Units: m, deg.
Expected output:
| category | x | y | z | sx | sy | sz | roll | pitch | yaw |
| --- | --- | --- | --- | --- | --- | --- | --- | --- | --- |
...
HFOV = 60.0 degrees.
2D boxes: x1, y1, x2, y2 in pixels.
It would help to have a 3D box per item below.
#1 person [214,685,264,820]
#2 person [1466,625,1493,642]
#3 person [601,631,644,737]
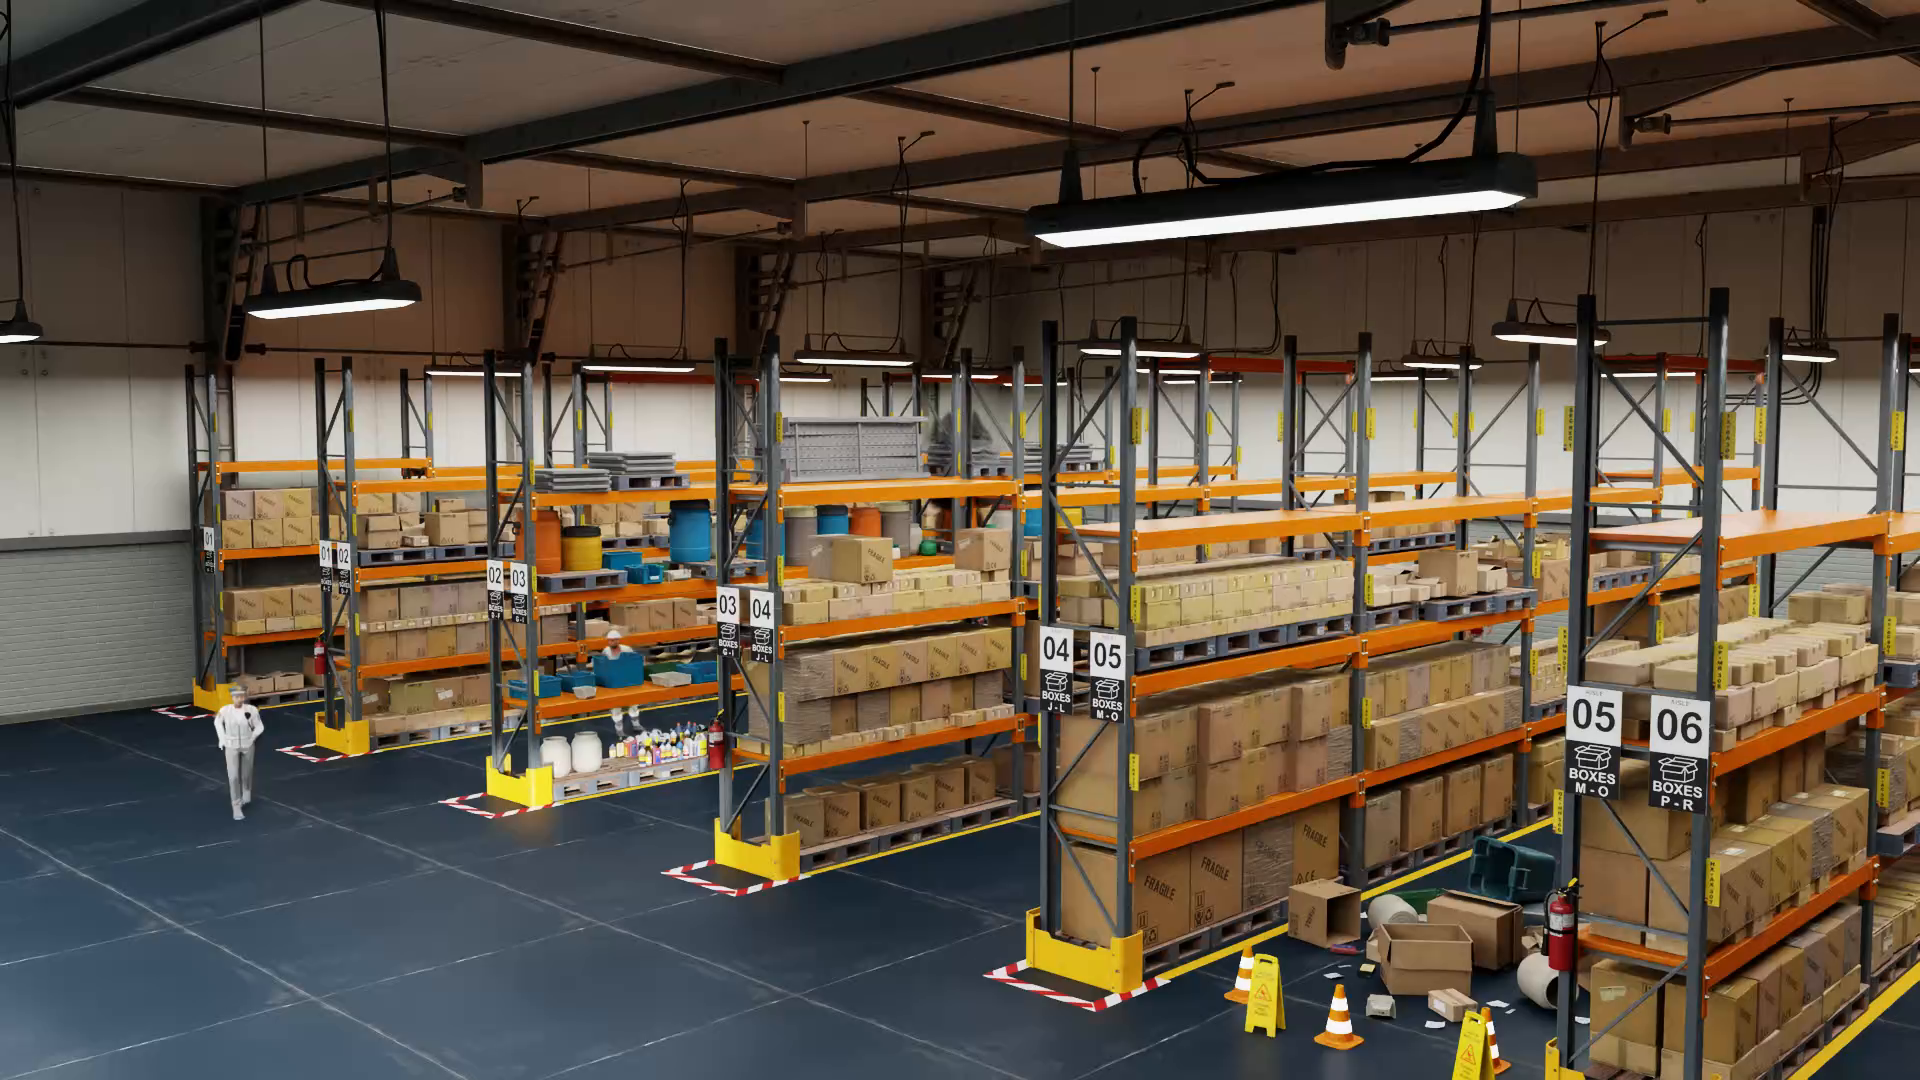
| category | x | y | z | sx | sy | sz | roll | pitch | yaw |
| --- | --- | --- | --- | --- | --- | --- | --- | --- | --- |
| person | -9.286 | 2.681 | 21.446 | 0.583 | 1.685 | 0.926 | -2 | 5 | -25 |
| person | 10.060 | 1.915 | 32.430 | 0.701 | 1.548 | 0.831 | 1 | 4 | 11 |
| person | -5.406 | 2.296 | 26.623 | 0.672 | 1.739 | 0.842 | -1 | 4 | -9 |
